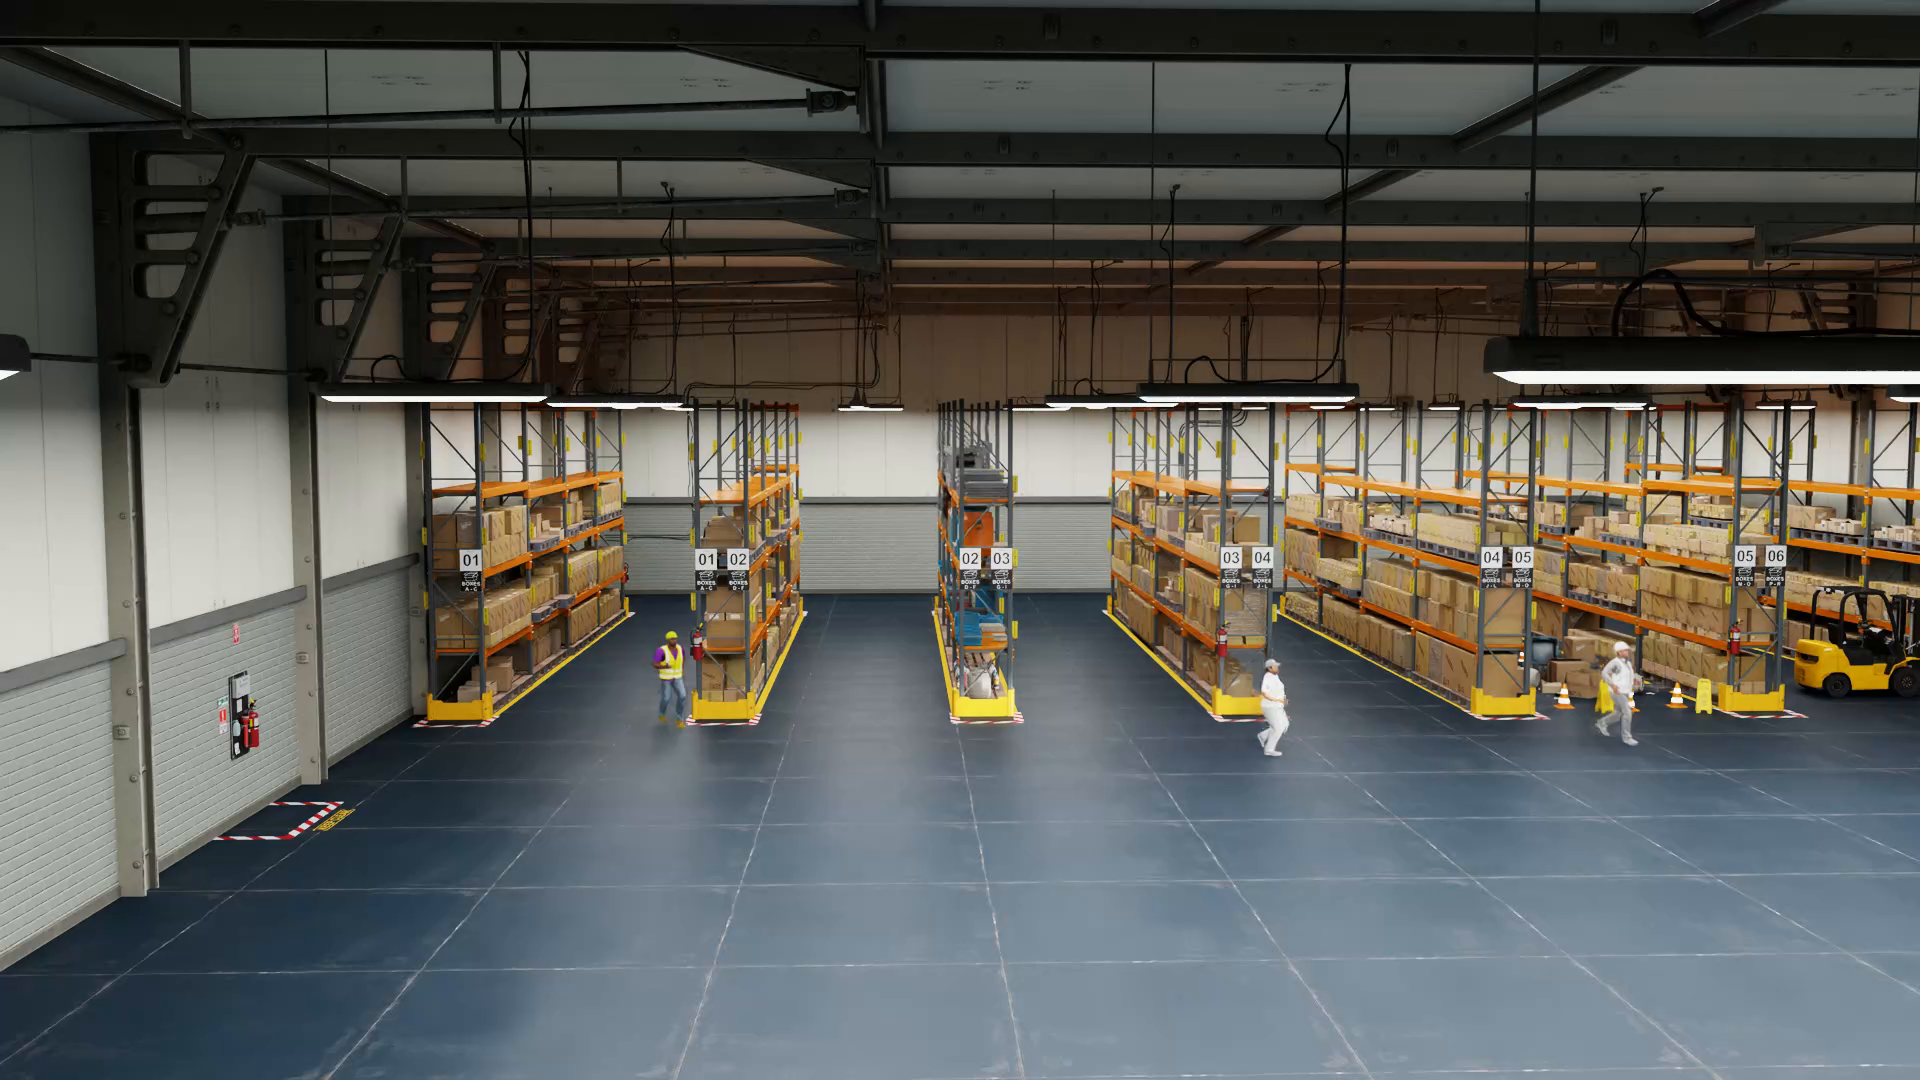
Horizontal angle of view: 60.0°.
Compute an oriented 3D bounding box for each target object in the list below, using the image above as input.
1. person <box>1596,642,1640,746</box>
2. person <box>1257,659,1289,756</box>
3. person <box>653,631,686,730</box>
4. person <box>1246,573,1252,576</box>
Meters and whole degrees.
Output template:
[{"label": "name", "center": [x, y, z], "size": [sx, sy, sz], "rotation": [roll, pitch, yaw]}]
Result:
[{"label": "person", "center": [11.459, 2.647, 28.953], "size": [0.669, 1.777, 0.824], "rotation": [-4, 6, -44]}, {"label": "person", "center": [5.259, 2.799, 27.841], "size": [0.531, 1.618, 0.602], "rotation": [2, 5, 23]}, {"label": "person", "center": [-5.296, 2.546, 30.403], "size": [0.717, 1.790, 0.825], "rotation": [-3, 5, -31]}, {"label": "person", "center": [8.048, 1.422, 46.447], "size": [0.588, 1.566, 0.845], "rotation": [1, 4, 10]}]
